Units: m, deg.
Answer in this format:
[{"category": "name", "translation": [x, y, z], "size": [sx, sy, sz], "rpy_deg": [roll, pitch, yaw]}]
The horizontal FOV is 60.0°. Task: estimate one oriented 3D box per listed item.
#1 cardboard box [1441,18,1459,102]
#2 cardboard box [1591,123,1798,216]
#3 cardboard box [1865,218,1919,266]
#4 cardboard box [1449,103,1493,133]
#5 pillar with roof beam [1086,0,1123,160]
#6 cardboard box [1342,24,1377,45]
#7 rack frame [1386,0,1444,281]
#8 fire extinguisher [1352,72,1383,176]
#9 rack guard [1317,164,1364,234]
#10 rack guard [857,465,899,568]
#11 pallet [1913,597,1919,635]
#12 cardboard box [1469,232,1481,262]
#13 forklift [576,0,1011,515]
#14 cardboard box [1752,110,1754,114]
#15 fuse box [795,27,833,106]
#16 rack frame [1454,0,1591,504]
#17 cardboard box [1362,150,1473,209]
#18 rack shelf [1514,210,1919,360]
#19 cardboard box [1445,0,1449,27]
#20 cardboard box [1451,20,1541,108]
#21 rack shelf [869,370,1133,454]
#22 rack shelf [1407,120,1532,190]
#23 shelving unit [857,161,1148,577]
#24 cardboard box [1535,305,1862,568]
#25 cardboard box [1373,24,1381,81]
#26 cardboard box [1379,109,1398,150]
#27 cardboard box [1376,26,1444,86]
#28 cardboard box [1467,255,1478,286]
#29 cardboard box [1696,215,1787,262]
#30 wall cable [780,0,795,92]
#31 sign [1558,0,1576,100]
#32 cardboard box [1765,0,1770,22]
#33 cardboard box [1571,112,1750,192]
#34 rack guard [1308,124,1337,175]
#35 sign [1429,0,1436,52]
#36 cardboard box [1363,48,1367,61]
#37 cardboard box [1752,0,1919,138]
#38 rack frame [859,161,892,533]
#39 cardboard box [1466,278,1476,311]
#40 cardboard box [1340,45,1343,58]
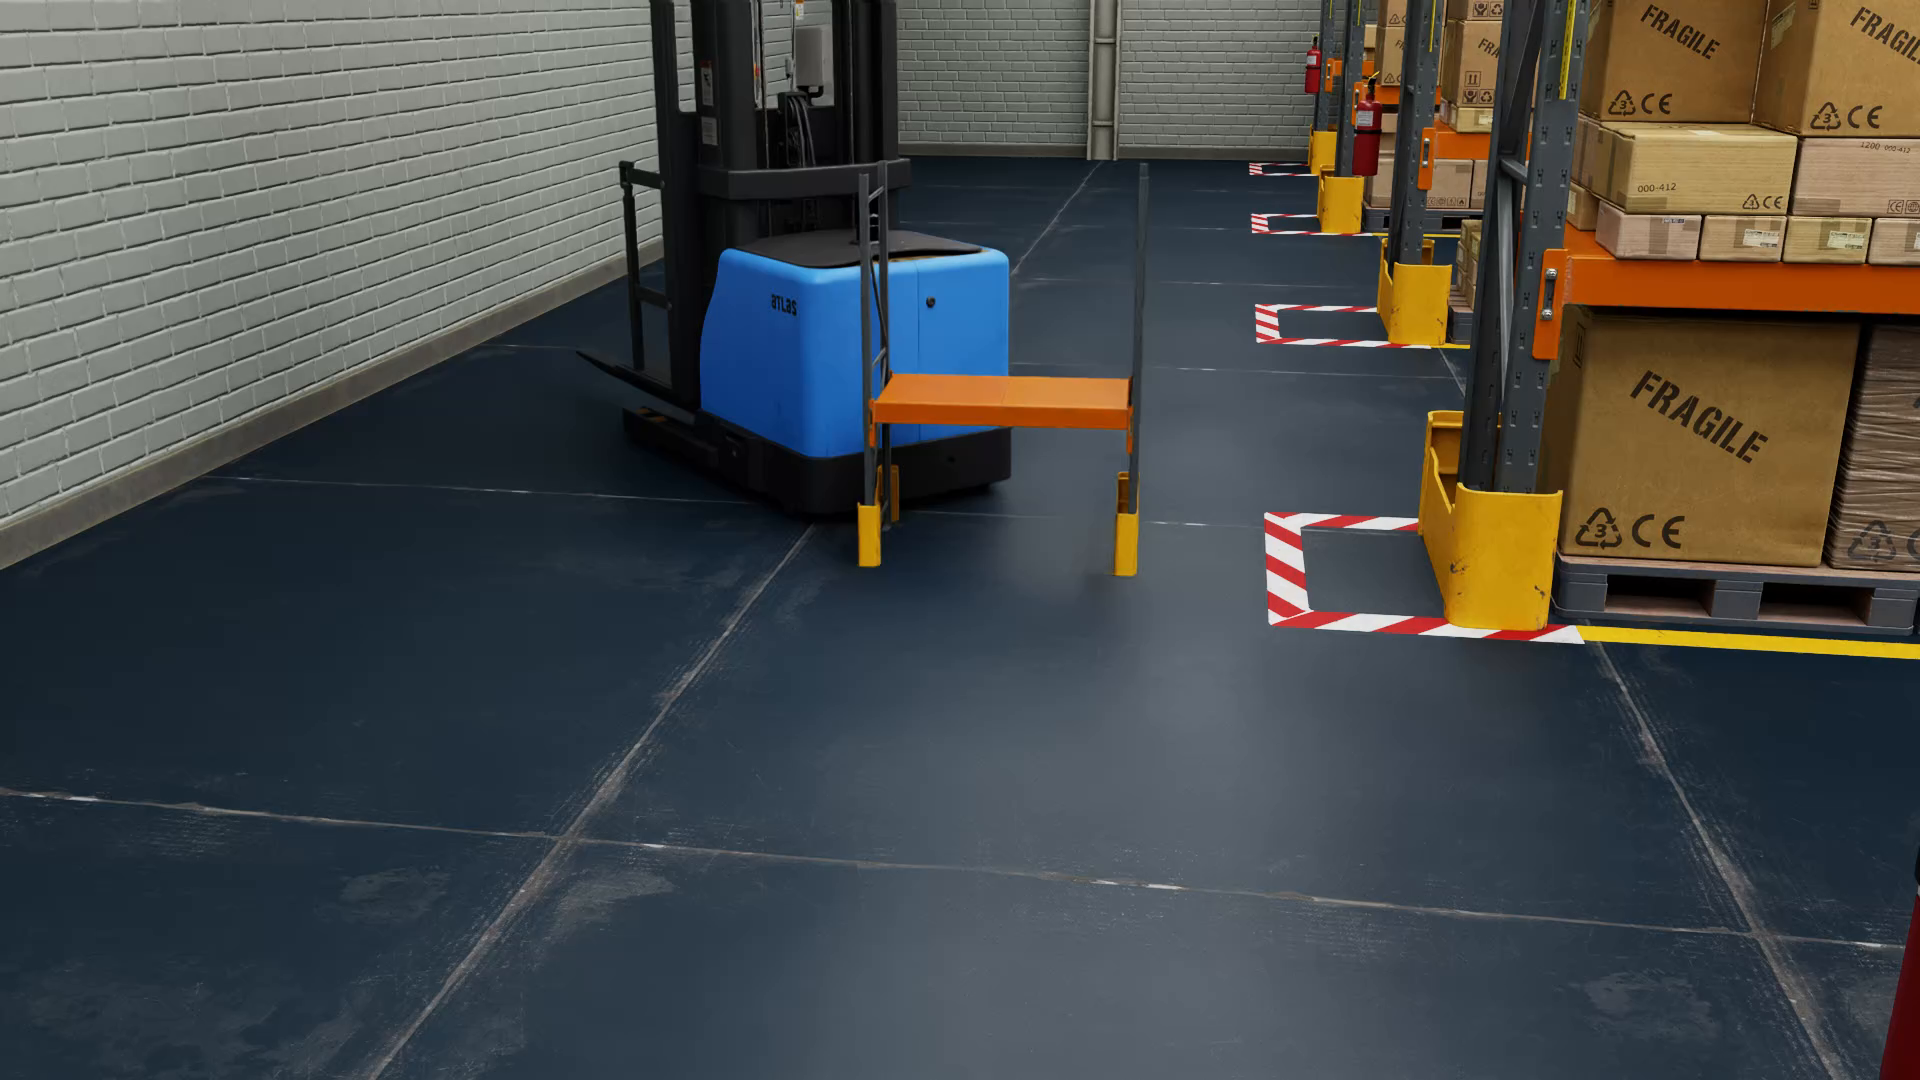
[{"category": "cardboard box", "translation": [3.385, -3.083, 10.663], "size": [0.500, 0.500, 0.500], "rpy_deg": [3, 19, 10]}, {"category": "cardboard box", "translation": [2.445, -1.249, 5.576], "size": [0.500, 0.250, 0.500], "rpy_deg": [2, 19, 7]}, {"category": "cardboard box", "translation": [3.076, -1.009, 5.488], "size": [0.250, 0.149, 0.380], "rpy_deg": [3, 19, 8]}, {"category": "cardboard box", "translation": [3.168, -2.598, 10.237], "size": [0.250, 0.149, 0.380], "rpy_deg": [3, 19, 8]}, {"category": "pillar with roof beam", "translation": [1.167, -7.862, 16.118], "size": [0.400, 9.000, 9.100], "rpy_deg": [3, 19, 9]}, {"category": "cardboard box", "translation": [4.865, -6.077, 20.007], "size": [0.500, 0.250, 0.500], "rpy_deg": [3, 19, 10]}, {"category": "rack frame", "translation": [2.900, -2.836, 10.553], "size": [0.127, 3.000, 1.000], "rpy_deg": [3, 19, 9]}, {"category": "fire extinguisher", "translation": [2.725, -2.780, 11.094], "size": [0.183, 0.674, 0.296], "rpy_deg": [3, 19, 9]}, {"category": "rack guard", "translation": [3.562, -3.208, 15.603], "size": [0.348, 0.500, 1.175], "rpy_deg": [3, 19, 9]}, {"category": "rack guard", "translation": [-0.326, -0.103, 6.718], "size": [0.087, 0.250, 0.587], "rpy_deg": [2, 19, 6]}, {"category": "pallet", "translation": [4.017, 0.113, 6.134], "size": [1.213, 0.211, 1.003], "rpy_deg": [3, 19, 9]}, {"category": "cardboard box", "translation": [3.364, -1.833, 10.447], "size": [0.250, 0.149, 0.380], "rpy_deg": [2, 19, 6]}, {"category": "forklift", "translation": [-1.017, -1.905, 7.876], "size": [1.130, 2.935, 3.031], "rpy_deg": [-12, 22, -32]}, {"category": "cardboard box", "translation": [4.716, -2.536, 10.050], "size": [0.250, 0.149, 0.380], "rpy_deg": [4, 19, 11]}, {"category": "fuse box", "translation": [-1.508, -4.709, 18.179], "size": [0.414, 1.711, 0.539], "rpy_deg": [3, 19, 9]}, {"category": "rack frame", "translation": [2.014, -1.288, 5.924], "size": [0.127, 3.000, 1.000], "rpy_deg": [3, 19, 9]}, {"category": "cardboard box", "translation": [4.253, -3.375, 15.537], "size": [0.875, 0.438, 0.875], "rpy_deg": [2, 19, 7]}, {"category": "rack shelf", "translation": [3.988, -0.846, 5.737], "size": [4.000, 0.370, 1.077], "rpy_deg": [3, 19, 9]}, {"category": "cardboard box", "translation": [4.526, -4.777, 14.618], "size": [0.500, 0.500, 0.500], "rpy_deg": [2, 19, 7]}, {"category": "cardboard box", "translation": [3.300, -2.916, 10.164], "size": [0.500, 0.500, 0.500], "rpy_deg": [4, 19, 11]}, {"category": "rack shelf", "translation": [0.178, -0.508, 6.526], "size": [1.000, 0.185, 0.538], "rpy_deg": [2, 19, 6]}, {"category": "rack shelf", "translation": [4.875, -2.395, 10.366], "size": [4.000, 0.370, 1.077], "rpy_deg": [3, 19, 9]}, {"category": "shelving unit", "translation": [0.169, -0.679, 6.469], "size": [1.083, 1.500, 0.587], "rpy_deg": [2, 19, 6]}, {"category": "cardboard box", "translation": [2.658, -0.472, 6.173], "size": [0.875, 0.875, 0.875], "rpy_deg": [3, 19, 9]}, {"category": "cardboard box", "translation": [4.104, -4.498, 15.362], "size": [0.500, 0.500, 0.500], "rpy_deg": [3, 19, 9]}, {"category": "cardboard box", "translation": [4.958, -4.902, 20.000], "size": [0.637, 0.503, 0.797], "rpy_deg": [2, 19, 6]}, {"category": "cardboard box", "translation": [4.014, -4.326, 14.846], "size": [0.500, 0.500, 0.500], "rpy_deg": [3, 19, 8]}, {"category": "cardboard box", "translation": [3.377, -1.718, 10.572], "size": [0.250, 0.149, 0.380], "rpy_deg": [4, 19, 11]}, {"category": "cardboard box", "translation": [2.565, -1.035, 5.564], "size": [0.250, 0.149, 0.380], "rpy_deg": [3, 19, 8]}, {"category": "wall cable", "translation": [-1.772, -5.595, 17.198], "size": [0.122, 1.984, 0.588], "rpy_deg": [3, 19, 9]}, {"category": "sign", "translation": [1.920, -1.562, 5.255], "size": [0.005, 0.325, 0.100], "rpy_deg": [3, 19, 9]}, {"category": "cardboard box", "translation": [4.814, -3.312, 9.773], "size": [0.500, 0.500, 0.500], "rpy_deg": [2, 19, 7]}, {"category": "cardboard box", "translation": [2.534, -1.416, 6.076], "size": [0.500, 0.250, 0.500], "rpy_deg": [3, 19, 8]}, {"category": "rack guard", "translation": [4.444, -4.758, 20.236], "size": [0.348, 0.500, 1.175], "rpy_deg": [3, 19, 9]}, {"category": "sign", "translation": [2.814, -3.077, 9.908], "size": [0.005, 0.325, 0.100], "rpy_deg": [3, 19, 9]}, {"category": "cardboard box", "translation": [4.650, -5.726, 19.585], "size": [0.250, 0.149, 0.380], "rpy_deg": [3, 19, 8]}, {"category": "cardboard box", "translation": [2.938, -1.579, 5.381], "size": [0.500, 0.500, 0.500], "rpy_deg": [2, 19, 7]}, {"category": "rack frame", "translation": [-0.328, -0.696, 6.520], "size": [0.032, 1.500, 0.500], "rpy_deg": [2, 19, 6]}, {"category": "cardboard box", "translation": [3.367, -1.557, 10.560], "size": [0.250, 0.149, 0.380], "rpy_deg": [3, 19, 10]}, {"category": "cardboard box", "translation": [4.739, -5.896, 20.092], "size": [0.250, 0.149, 0.380], "rpy_deg": [3, 19, 8]}]
